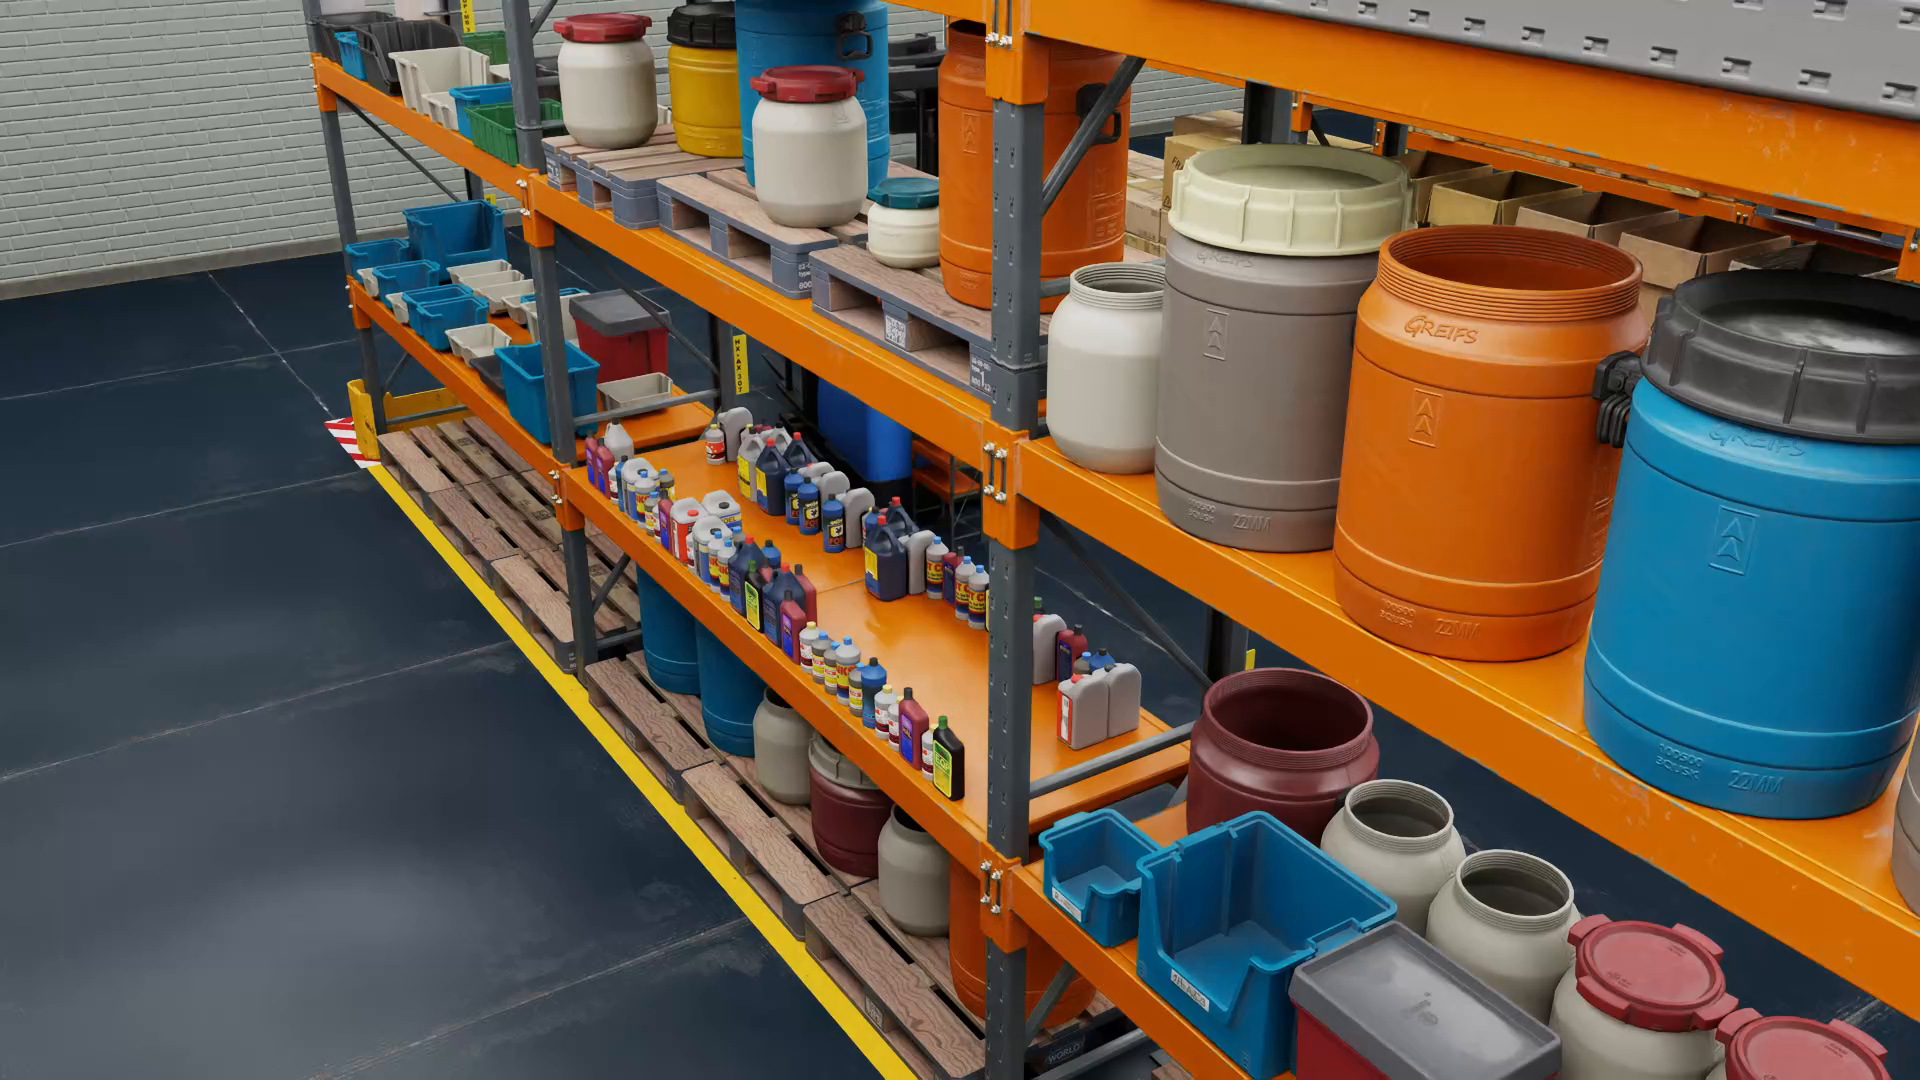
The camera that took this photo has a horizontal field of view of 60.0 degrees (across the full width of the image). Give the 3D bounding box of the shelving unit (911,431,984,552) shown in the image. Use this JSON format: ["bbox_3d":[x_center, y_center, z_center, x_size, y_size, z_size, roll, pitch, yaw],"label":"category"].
[{"bbox_3d":[-0.081,-0.584,10.582,0.258,1.200,0.503,-14,29,-28],"label":"shelving unit"}]

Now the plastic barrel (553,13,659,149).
[{"bbox_3d":[-1.567,-2.045,7.403,0.433,0.535,0.433,0,25,0],"label":"plastic barrel"}]

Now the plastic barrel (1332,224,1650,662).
[{"bbox_3d":[1.163,-0.225,3.697,0.600,0.830,0.708,-16,29,-30],"label":"plastic barrel"}]

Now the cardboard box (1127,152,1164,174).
[{"bbox_3d":[1.363,-2.860,13.122,0.500,0.250,0.500,-17,30,-31],"label":"cardboard box"}]

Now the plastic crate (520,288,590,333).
[{"bbox_3d":[-2.492,-1.391,10.309,0.416,0.233,0.300,-16,29,-30],"label":"plastic crate"}]

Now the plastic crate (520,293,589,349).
[{"bbox_3d":[-2.324,-1.246,9.945,0.437,0.282,0.530,-16,29,-30],"label":"plastic crate"}]

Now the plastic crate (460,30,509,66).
[{"bbox_3d":[-3.050,-3.089,10.514,0.450,0.188,0.336,-16,29,-30],"label":"plastic crate"}]

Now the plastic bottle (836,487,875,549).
[{"bbox_3d":[-0.484,-0.120,7.635,0.152,0.276,0.135,-16,29,-30],"label":"plastic bottle"}]

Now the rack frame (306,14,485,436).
[{"bbox_3d":[-3.828,-2.114,11.715,1.000,3.000,0.127,-16,29,-30],"label":"rack frame"}]

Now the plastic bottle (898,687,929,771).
[{"bbox_3d":[-0.165,0.672,5.949,0.061,0.283,0.133,-16,29,-30],"label":"plastic bottle"}]

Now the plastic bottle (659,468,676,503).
[{"bbox_3d":[-1.417,-0.244,7.986,0.097,0.201,0.097,0,25,0],"label":"plastic bottle"}]

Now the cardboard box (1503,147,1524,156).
[{"bbox_3d":[5.205,-3.634,15.229,0.380,0.149,0.250,-16,30,-31],"label":"cardboard box"}]

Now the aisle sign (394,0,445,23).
[{"bbox_3d":[-3.622,-3.384,11.359,0.394,0.787,0.004,-16,29,-30],"label":"aisle sign"}]

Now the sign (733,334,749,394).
[{"bbox_3d":[-1.183,-0.936,8.895,0.100,0.325,0.005,-16,29,-30],"label":"sign"}]

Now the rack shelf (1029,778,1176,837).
[{"bbox_3d":[-0.553,0.292,7.292,0.831,0.071,3.687,-16,29,-30],"label":"rack shelf"}]

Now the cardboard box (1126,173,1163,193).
[{"bbox_3d":[1.207,-2.550,12.466,0.500,0.250,0.500,-16,30,-31],"label":"cardboard box"}]

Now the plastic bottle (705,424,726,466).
[{"bbox_3d":[-1.253,-0.492,8.512,0.097,0.201,0.097,0,25,0],"label":"plastic bottle"}]

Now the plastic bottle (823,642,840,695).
[{"bbox_3d":[-0.479,0.489,6.432,0.097,0.201,0.097,0,25,0],"label":"plastic bottle"}]

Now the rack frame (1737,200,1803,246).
[{"bbox_3d":[6.716,-2.958,13.501,1.000,3.000,0.127,-16,29,-30],"label":"rack frame"}]

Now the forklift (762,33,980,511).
[{"bbox_3d":[-0.698,-2.088,11.741,1.130,2.935,3.031,-10,27,-20],"label":"forklift"}]

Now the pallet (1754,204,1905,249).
[{"bbox_3d":[7.011,-2.564,12.891,1.003,0.211,1.213,-16,29,-30],"label":"pallet"}]

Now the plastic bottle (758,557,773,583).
[{"bbox_3d":[-0.786,0.218,6.912,0.061,0.283,0.133,-16,29,-30],"label":"plastic bottle"}]

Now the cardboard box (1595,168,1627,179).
[{"bbox_3d":[5.743,-3.256,14.428,0.380,0.149,0.250,-17,30,-32],"label":"cardboard box"}]

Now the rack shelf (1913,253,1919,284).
[{"bbox_3d":[5.781,-0.723,6.097,1.077,0.370,4.000,-16,29,-30],"label":"rack shelf"}]

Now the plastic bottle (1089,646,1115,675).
[{"bbox_3d":[0.533,0.527,6.270,0.097,0.271,0.097,0,25,0],"label":"plastic bottle"}]

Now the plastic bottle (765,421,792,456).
[{"bbox_3d":[-0.869,-0.409,8.160,0.144,0.351,0.185,-16,29,-30],"label":"plastic bottle"}]

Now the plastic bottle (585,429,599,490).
[{"bbox_3d":[-1.802,-0.400,8.221,0.061,0.283,0.133,-16,29,-30],"label":"plastic bottle"}]

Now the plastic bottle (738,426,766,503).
[{"bbox_3d":[-0.989,-0.375,8.089,0.144,0.351,0.185,-16,29,-30],"label":"plastic bottle"}]

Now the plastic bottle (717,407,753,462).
[{"bbox_3d":[-1.159,-0.562,8.572,0.152,0.276,0.135,-16,29,-30],"label":"plastic bottle"}]

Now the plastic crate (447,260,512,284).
[{"bbox_3d":[-3.231,-1.773,11.230,0.396,0.136,0.243,-16,29,-30],"label":"plastic crate"}]

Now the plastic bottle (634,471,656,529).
[{"bbox_3d":[-1.471,-0.192,7.794,0.097,0.271,0.097,0,25,0],"label":"plastic bottle"}]

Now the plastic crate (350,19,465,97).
[{"bbox_3d":[-3.224,-2.832,9.795,0.504,0.338,0.767,-16,29,-30],"label":"plastic crate"}]

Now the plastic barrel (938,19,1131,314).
[{"bbox_3d":[0.232,-1.197,5.264,0.600,0.830,0.708,-16,29,-30],"label":"plastic barrel"}]

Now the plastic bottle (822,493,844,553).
[{"bbox_3d":[-0.578,-0.082,7.561,0.097,0.271,0.097,0,25,0],"label":"plastic bottle"}]

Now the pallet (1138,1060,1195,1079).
[{"bbox_3d":[0.929,2.294,5.643,1.003,0.211,1.213,-16,29,-30],"label":"pallet"}]

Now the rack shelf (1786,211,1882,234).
[{"bbox_3d":[7.808,-2.005,12.098,0.919,0.124,3.809,-16,29,-30],"label":"rack shelf"}]

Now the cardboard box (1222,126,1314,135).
[{"bbox_3d":[2.196,-2.653,11.804,0.500,0.500,0.500,-16,29,-30],"label":"cardboard box"}]

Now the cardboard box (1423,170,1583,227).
[{"bbox_3d":[3.226,-1.862,9.888,0.797,0.503,0.637,-15,29,-29],"label":"cardboard box"}]

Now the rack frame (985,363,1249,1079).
[{"bbox_3d":[0.539,0.747,5.654,1.000,3.000,0.127,-16,29,-30],"label":"rack frame"}]

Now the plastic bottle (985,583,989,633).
[{"bbox_3d":[0.160,0.263,6.815,0.061,0.283,0.133,-16,29,-30],"label":"plastic bottle"}]

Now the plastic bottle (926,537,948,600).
[{"bbox_3d":[-0.097,0.114,7.145,0.097,0.271,0.097,0,25,0],"label":"plastic bottle"}]

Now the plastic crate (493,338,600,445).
[{"bbox_3d":[-2.185,-0.791,8.860,0.392,0.384,0.575,-16,29,-30],"label":"plastic crate"}]

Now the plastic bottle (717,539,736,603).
[{"bbox_3d":[-0.985,0.126,7.121,0.097,0.271,0.097,0,25,0],"label":"plastic bottle"}]

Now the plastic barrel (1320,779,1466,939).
[{"bbox_3d":[1.280,1.015,4.956,0.421,0.512,0.421,0,25,0],"label":"plastic barrel"}]

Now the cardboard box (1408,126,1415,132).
[{"bbox_3d":[4.435,-4.082,16.178,0.380,0.149,0.250,-16,30,-30],"label":"cardboard box"}]

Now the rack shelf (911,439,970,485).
[{"bbox_3d":[-0.081,-0.523,10.611,0.258,0.148,0.480,-14,29,-28],"label":"rack shelf"}]

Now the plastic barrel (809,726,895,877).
[{"bbox_3d":[-0.359,1.073,7.297,0.600,0.588,0.708,-16,29,-30],"label":"plastic barrel"}]

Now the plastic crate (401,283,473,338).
[{"bbox_3d":[-3.250,-1.430,10.391,0.416,0.233,0.300,-16,29,-30],"label":"plastic crate"}]
